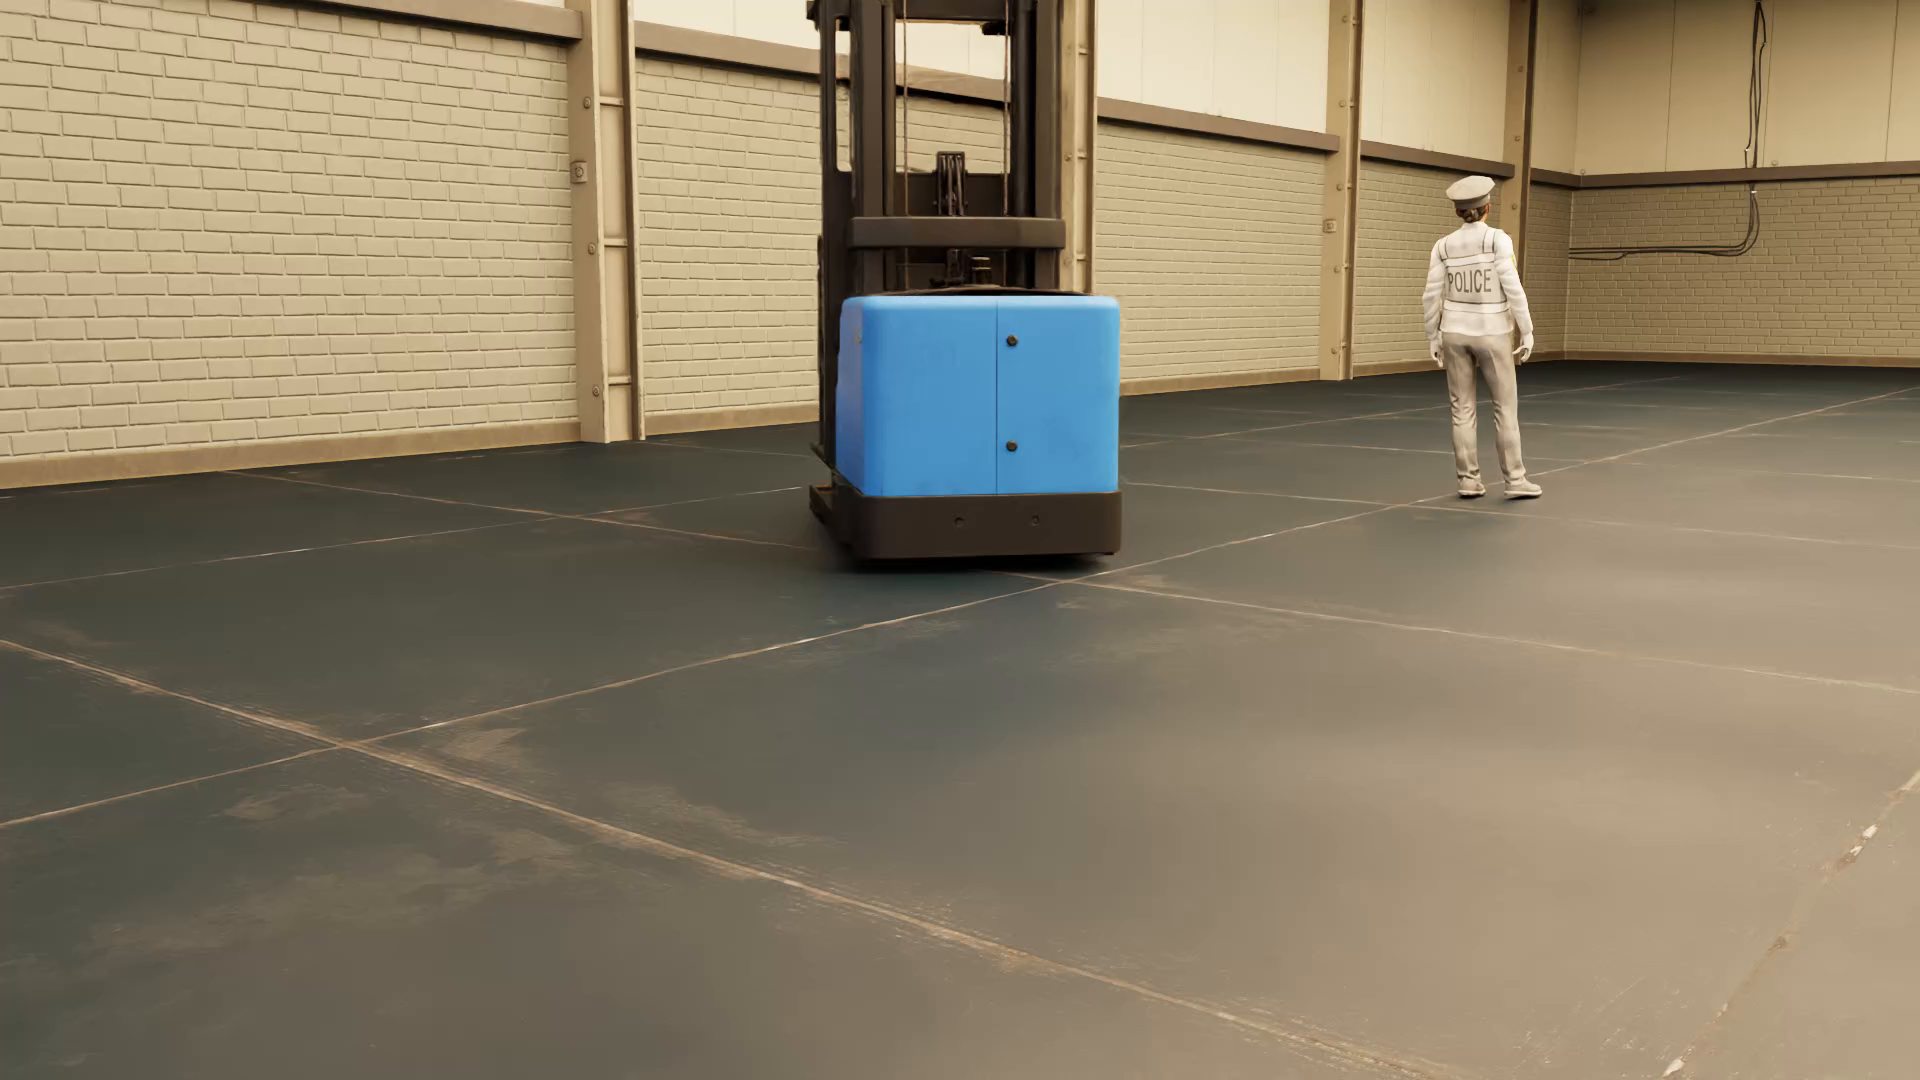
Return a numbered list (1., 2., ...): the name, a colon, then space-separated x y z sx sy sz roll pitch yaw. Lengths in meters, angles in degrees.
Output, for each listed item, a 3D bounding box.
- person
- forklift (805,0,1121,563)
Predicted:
1. person: 2.785 -1.079 8.877 0.586 1.694 0.532 7 11 38
2. forklift: -0.129 -1.533 7.756 1.130 2.935 3.031 -2 8 -10
